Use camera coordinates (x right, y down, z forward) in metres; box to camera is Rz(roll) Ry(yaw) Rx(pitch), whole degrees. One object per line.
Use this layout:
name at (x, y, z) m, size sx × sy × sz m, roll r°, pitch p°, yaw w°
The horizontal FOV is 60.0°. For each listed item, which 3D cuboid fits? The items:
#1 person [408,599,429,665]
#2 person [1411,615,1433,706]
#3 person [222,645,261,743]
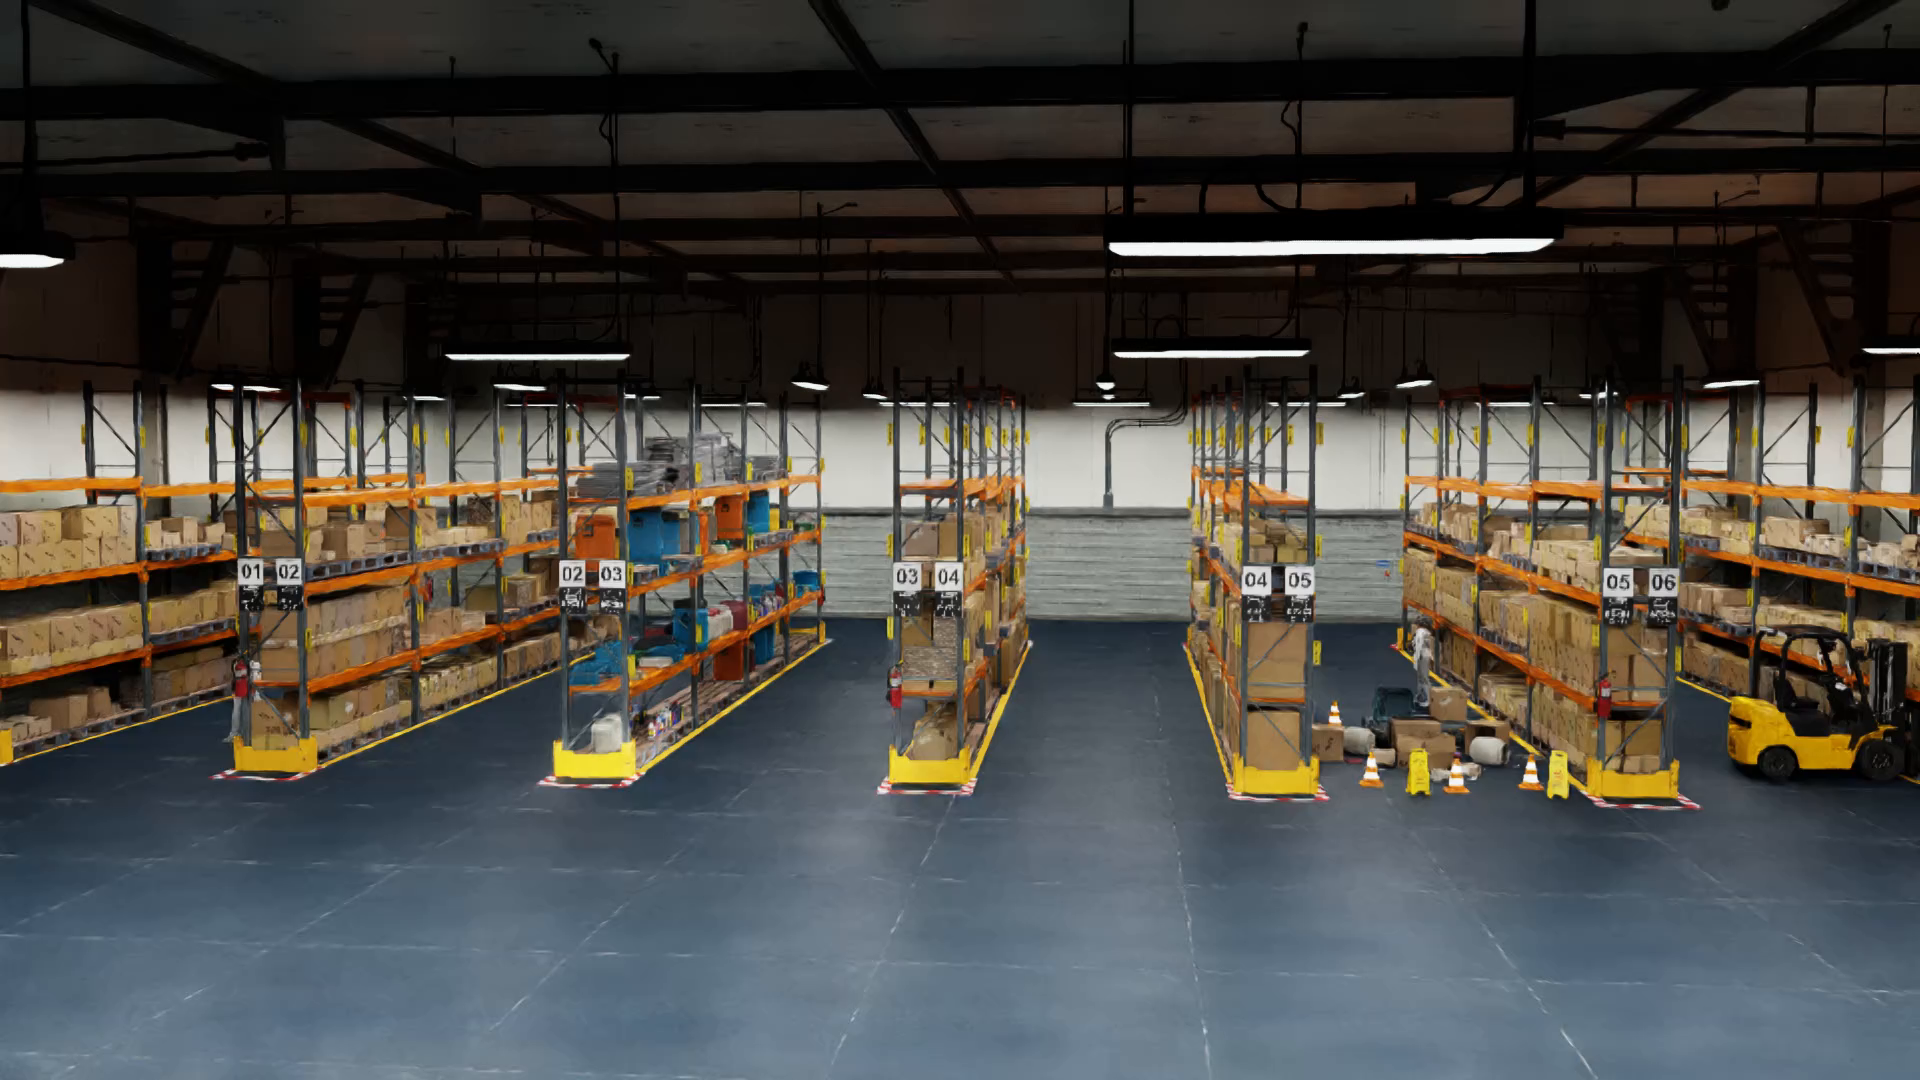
person at (-11.741, 2.001, 36.032) m, size 0.566 × 1.541 × 0.519 m, roll 0°, pitch 4°, yaw 2°
person at (8.576, 2.231, 30.965) m, size 0.554 × 1.664 × 0.585 m, roll 2°, pitch 4°, yaw 29°
person at (-11.687, 2.494, 27.280) m, size 0.488 × 1.587 × 1.089 m, roll 0°, pitch 4°, yaw 3°
